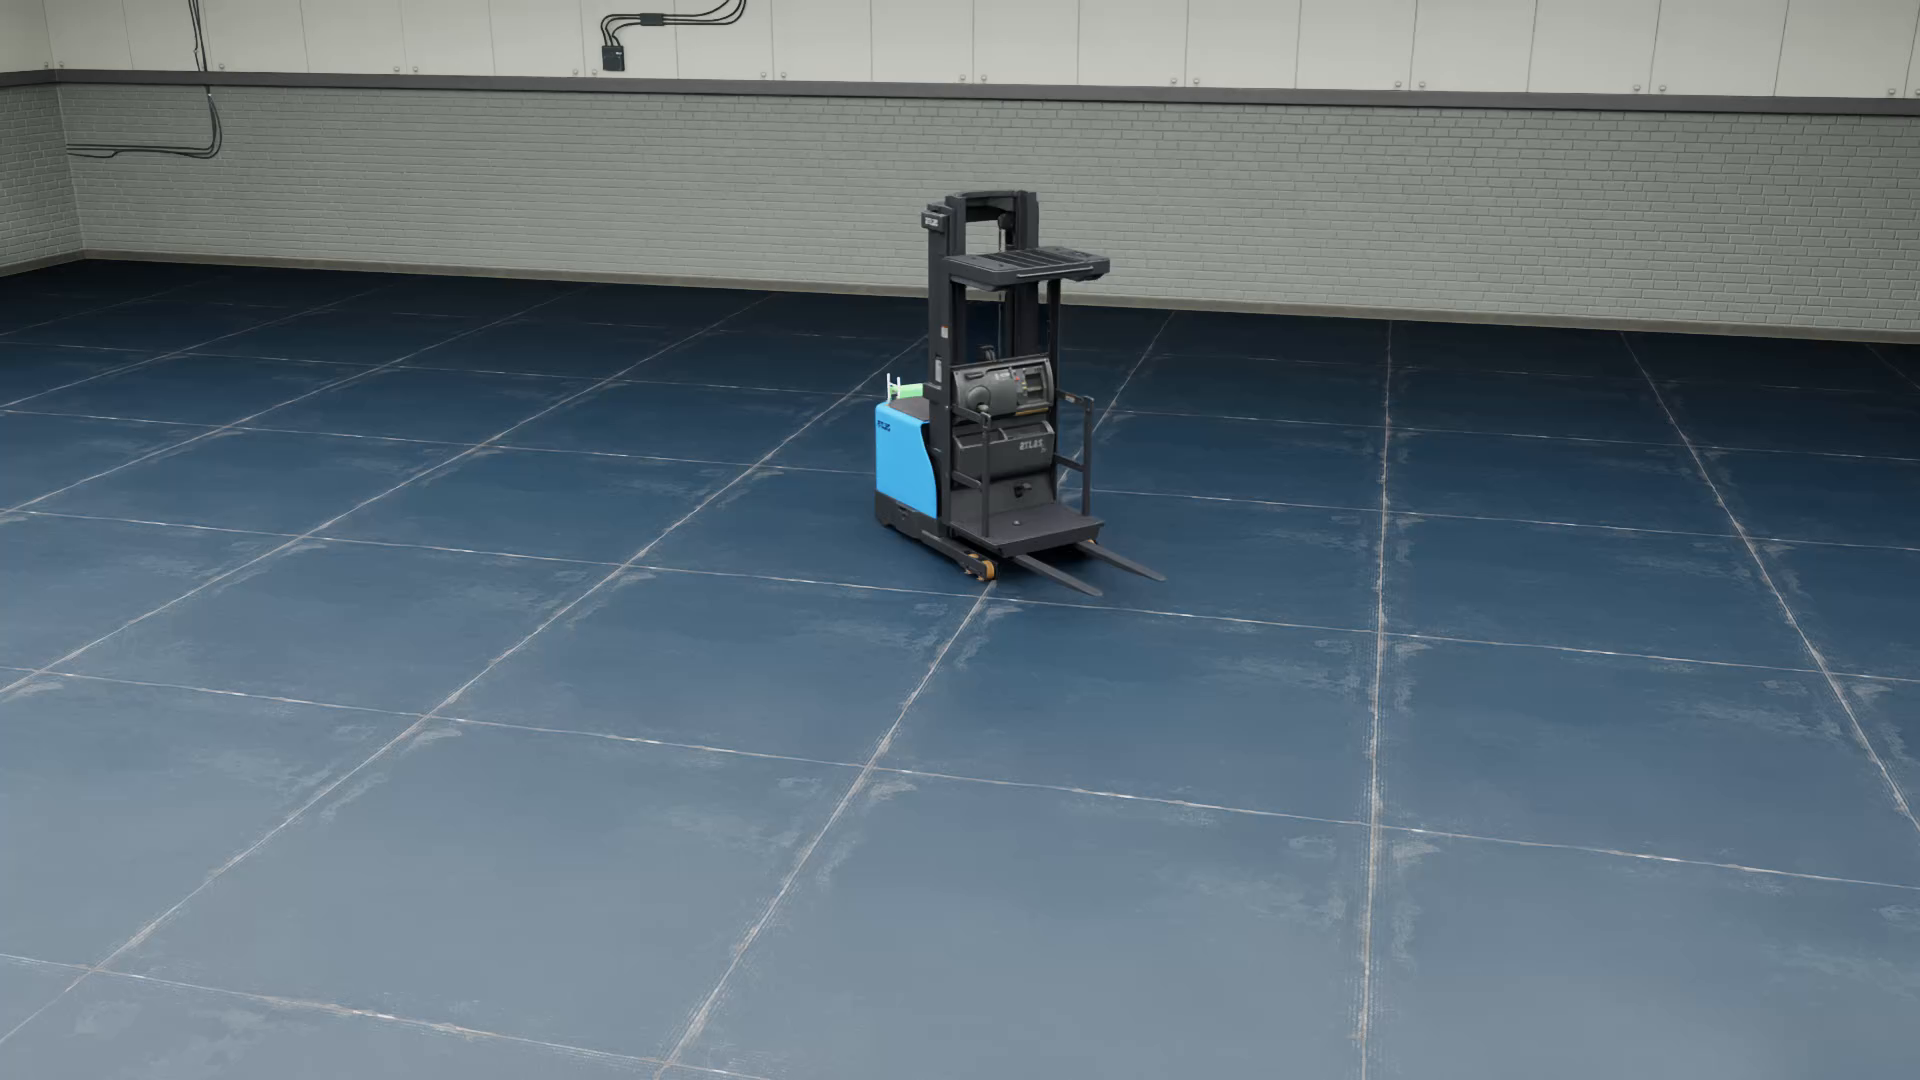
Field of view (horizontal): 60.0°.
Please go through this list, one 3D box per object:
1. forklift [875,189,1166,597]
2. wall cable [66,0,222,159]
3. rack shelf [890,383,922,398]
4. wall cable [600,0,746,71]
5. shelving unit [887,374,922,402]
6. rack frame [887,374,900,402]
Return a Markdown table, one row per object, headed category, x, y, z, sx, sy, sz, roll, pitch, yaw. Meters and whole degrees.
| category | x | y | z | sx | sy | sz | roll | pitch | yaw |
| --- | --- | --- | --- | --- | --- | --- | --- | --- | --- |
| forklift | 0.472 | -1.232 | 13.260 | 1.130 | 2.935 | 3.031 | -12 | 22 | -31 |
| wall cable | -13.393 | -7.432 | 26.830 | 3.097 | 2.526 | 0.112 | 5 | 19 | 13 |
| rack shelf | -0.365 | -1.312 | 14.862 | 0.480 | 0.148 | 0.258 | -9 | 17 | -25 |
| wall cable | -4.191 | -9.757 | 23.568 | 2.305 | 6.003 | 0.169 | 5 | 19 | 13 |
| shelving unit | -0.353 | -0.911 | 14.972 | 0.503 | 1.200 | 0.258 | -9 | 17 | -25 |
| rack frame | -0.571 | -0.875 | 14.868 | 0.015 | 1.200 | 0.240 | -9 | 17 | -25 |
